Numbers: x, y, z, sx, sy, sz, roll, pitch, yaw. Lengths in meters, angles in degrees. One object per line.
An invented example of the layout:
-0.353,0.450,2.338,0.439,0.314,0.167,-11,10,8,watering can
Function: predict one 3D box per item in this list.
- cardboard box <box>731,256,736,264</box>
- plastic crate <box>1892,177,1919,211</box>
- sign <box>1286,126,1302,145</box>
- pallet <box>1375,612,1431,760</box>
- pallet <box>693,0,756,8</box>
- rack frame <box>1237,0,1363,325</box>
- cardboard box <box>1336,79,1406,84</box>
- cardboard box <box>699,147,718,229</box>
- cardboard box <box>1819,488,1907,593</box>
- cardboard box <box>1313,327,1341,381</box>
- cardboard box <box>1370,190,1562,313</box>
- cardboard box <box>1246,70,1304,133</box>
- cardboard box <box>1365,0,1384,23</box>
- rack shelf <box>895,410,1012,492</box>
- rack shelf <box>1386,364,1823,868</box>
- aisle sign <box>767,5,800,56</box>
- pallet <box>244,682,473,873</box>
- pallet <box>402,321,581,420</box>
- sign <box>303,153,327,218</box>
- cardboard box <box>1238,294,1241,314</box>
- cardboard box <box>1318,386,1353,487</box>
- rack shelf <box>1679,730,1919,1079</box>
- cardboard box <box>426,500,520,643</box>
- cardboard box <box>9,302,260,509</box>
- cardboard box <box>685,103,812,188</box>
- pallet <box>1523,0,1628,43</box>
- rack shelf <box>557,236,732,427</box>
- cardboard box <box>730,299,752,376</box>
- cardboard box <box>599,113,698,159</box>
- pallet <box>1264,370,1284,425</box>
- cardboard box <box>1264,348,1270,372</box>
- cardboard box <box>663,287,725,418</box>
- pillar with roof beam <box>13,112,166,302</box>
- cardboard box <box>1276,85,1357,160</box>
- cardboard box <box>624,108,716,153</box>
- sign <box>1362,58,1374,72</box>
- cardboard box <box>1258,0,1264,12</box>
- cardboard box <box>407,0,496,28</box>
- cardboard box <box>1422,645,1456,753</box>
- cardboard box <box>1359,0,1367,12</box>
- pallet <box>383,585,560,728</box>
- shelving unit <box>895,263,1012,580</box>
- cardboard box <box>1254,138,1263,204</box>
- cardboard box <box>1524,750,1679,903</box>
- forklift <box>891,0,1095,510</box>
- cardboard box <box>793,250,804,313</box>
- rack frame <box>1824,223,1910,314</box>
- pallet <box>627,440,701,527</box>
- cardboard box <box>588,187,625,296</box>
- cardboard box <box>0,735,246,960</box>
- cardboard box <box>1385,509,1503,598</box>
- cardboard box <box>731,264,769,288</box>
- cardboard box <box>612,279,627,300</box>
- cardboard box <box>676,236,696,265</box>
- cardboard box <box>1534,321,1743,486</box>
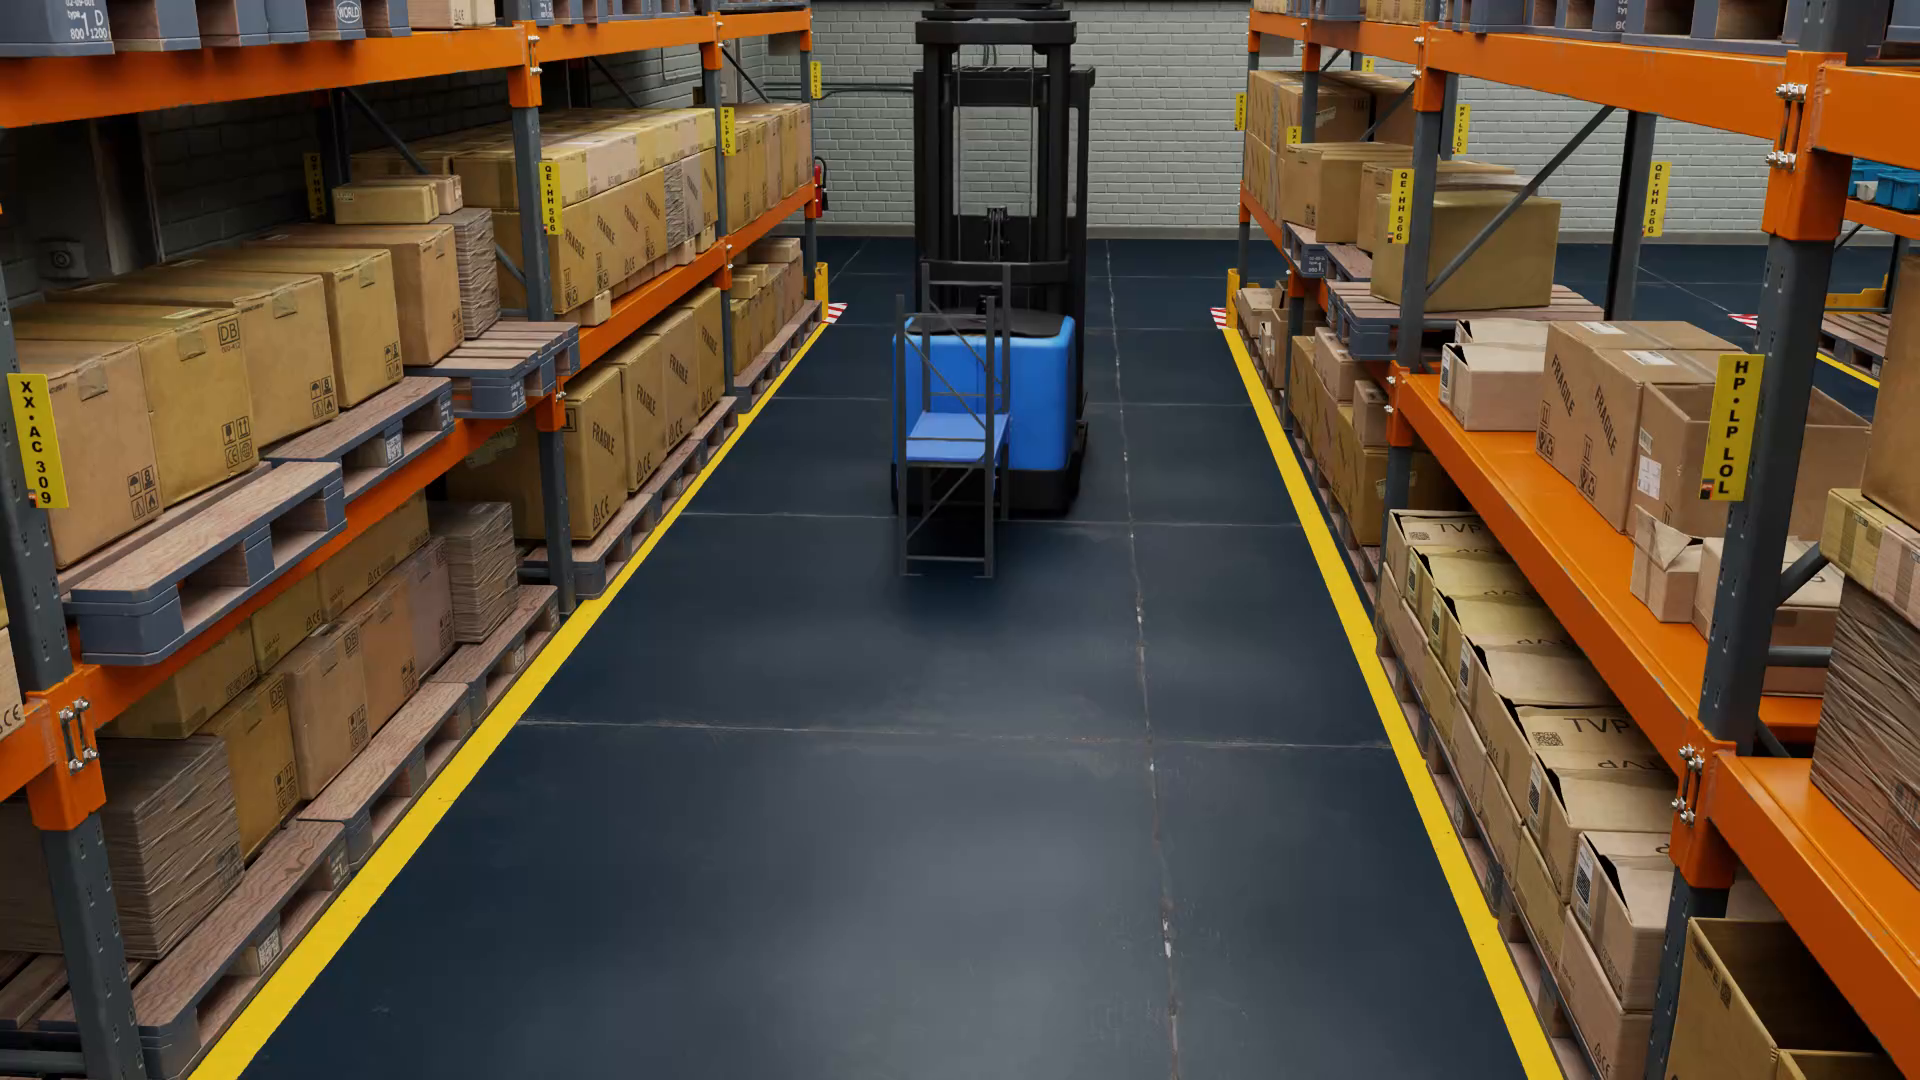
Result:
-2.089,-2.307,13.944,0.380,0.149,0.250,1,18,4,cardboard box
7.560,-2.713,13.059,0.416,0.233,0.300,1,18,4,plastic crate
2.253,-2.626,11.231,0.100,0.325,0.005,1,18,4,sign
2.410,0.617,7.201,1.003,0.211,1.213,1,18,4,pallet
-2.077,-3.952,11.991,1.003,0.211,1.213,1,18,4,pallet
3.082,-3.448,15.127,1.000,3.000,0.127,1,18,4,rack frame
3.220,-3.348,13.058,0.500,0.500,0.500,2,18,6,cardboard box
-1.928,-2.364,11.150,0.500,0.500,0.500,1,18,3,cardboard box
2.009,0.003,3.395,0.380,0.149,0.250,1,18,4,cardboard box
2.446,-1.127,10.150,0.500,0.250,0.500,1,18,4,cardboard box
2.441,-1.408,8.068,0.700,0.500,0.500,-5,19,-15,cardboard box
2.787,-3.838,14.553,0.500,0.500,0.500,2,18,6,cardboard box
2.580,-2.892,8.454,0.910,0.500,0.500,1,18,4,cardboard box
-0.020,-0.502,9.123,0.538,0.185,1.000,2,18,6,rack shelf
2.365,0.000,5.761,1.077,0.370,4.000,1,18,4,rack shelf
-1.555,-4.808,15.104,0.394,0.787,0.004,1,18,4,aisle sign
-2.580,0.873,6.419,1.003,0.211,1.213,1,18,4,pallet
-2.378,-0.758,7.226,1.213,0.211,1.003,1,18,4,pallet
-2.987,-1.634,7.733,0.100,0.325,0.005,1,18,4,sign
2.691,-2.110,14.890,0.380,0.166,0.250,1,18,4,cardboard box
2.410,-0.604,9.756,0.500,0.500,0.500,1,18,2,cardboard box
2.078,1.242,1.970,1.077,0.370,4.000,1,18,4,rack shelf
-2.432,0.131,7.513,0.700,0.500,0.500,2,18,5,cardboard box
-2.602,-0.417,5.012,0.700,0.500,0.500,3,18,10,cardboard box
-1.886,-3.541,14.931,0.980,0.700,0.700,2,18,6,cardboard box
2.472,-1.739,5.397,1.003,0.211,1.213,2,18,6,pallet
-2.289,-1.352,9.886,1.077,0.370,4.000,1,18,4,rack shelf
-1.990,-1.556,12.696,0.700,0.500,0.500,2,18,5,cardboard box
-1.971,-2.560,10.544,0.500,0.250,0.500,2,18,5,cardboard box
2.845,-1.093,12.421,1.003,0.211,1.213,1,18,4,pallet
2.520,-1.361,12.630,0.380,0.149,0.250,1,18,4,cardboard box
-2.063,-1.288,11.314,0.750,0.750,0.750,1,18,5,cardboard box
0.905,-3.443,5.478,9.100,9.000,0.400,1,18,4,pillar with roof beam
2.607,-3.050,12.147,0.500,0.500,0.500,1,18,3,cardboard box
-1.924,-2.719,11.028,0.500,0.250,0.500,2,18,5,cardboard box
3.634,-4.129,14.841,0.100,0.325,0.005,1,18,4,sign
2.743,-4.493,13.741,0.500,0.250,0.500,1,18,4,cardboard box
-2.215,-2.235,6.721,0.500,0.311,0.500,1,18,4,cardboard box
2.112,0.618,6.461,0.500,0.250,0.500,1,18,2,cardboard box
2.565,-3.716,11.371,0.500,0.250,0.500,1,18,4,cardboard box
-2.490,0.495,7.572,1.003,0.211,1.213,1,18,4,pallet
-0.020,-0.673,9.067,0.538,1.500,1.048,2,18,6,shelving unit
2.717,-3.047,13.744,0.500,0.500,0.500,1,18,4,cardboard box
1.996,0.826,4.926,0.500,0.311,0.500,2,18,5,cardboard box
0.287,-1.982,10.766,1.130,2.935,3.031,2,18,7,forklift
-1.810,-2.349,15.115,0.700,0.500,0.500,1,18,4,cardboard box
8.022,-3.336,14.786,1.000,3.000,0.127,1,18,4,rack frame
-2.211,-0.368,10.208,1.003,0.211,1.213,1,18,4,pallet
-2.096,-1.578,8.752,0.500,0.500,0.500,2,18,6,cardboard box
-2.683,0.920,5.107,0.700,0.500,0.500,2,18,6,cardboard box
2.178,0.034,7.344,0.500,0.311,0.500,2,18,6,cardboard box
-1.746,-2.129,13.402,0.380,0.149,0.250,1,18,2,cardboard box
-2.114,-1.460,9.432,0.380,0.149,0.250,2,18,5,cardboard box
-1.906,-1.852,10.629,0.380,0.149,0.250,1,18,4,cardboard box
2.404,-0.489,5.938,0.500,0.500,0.500,0,18,1,cardboard box
